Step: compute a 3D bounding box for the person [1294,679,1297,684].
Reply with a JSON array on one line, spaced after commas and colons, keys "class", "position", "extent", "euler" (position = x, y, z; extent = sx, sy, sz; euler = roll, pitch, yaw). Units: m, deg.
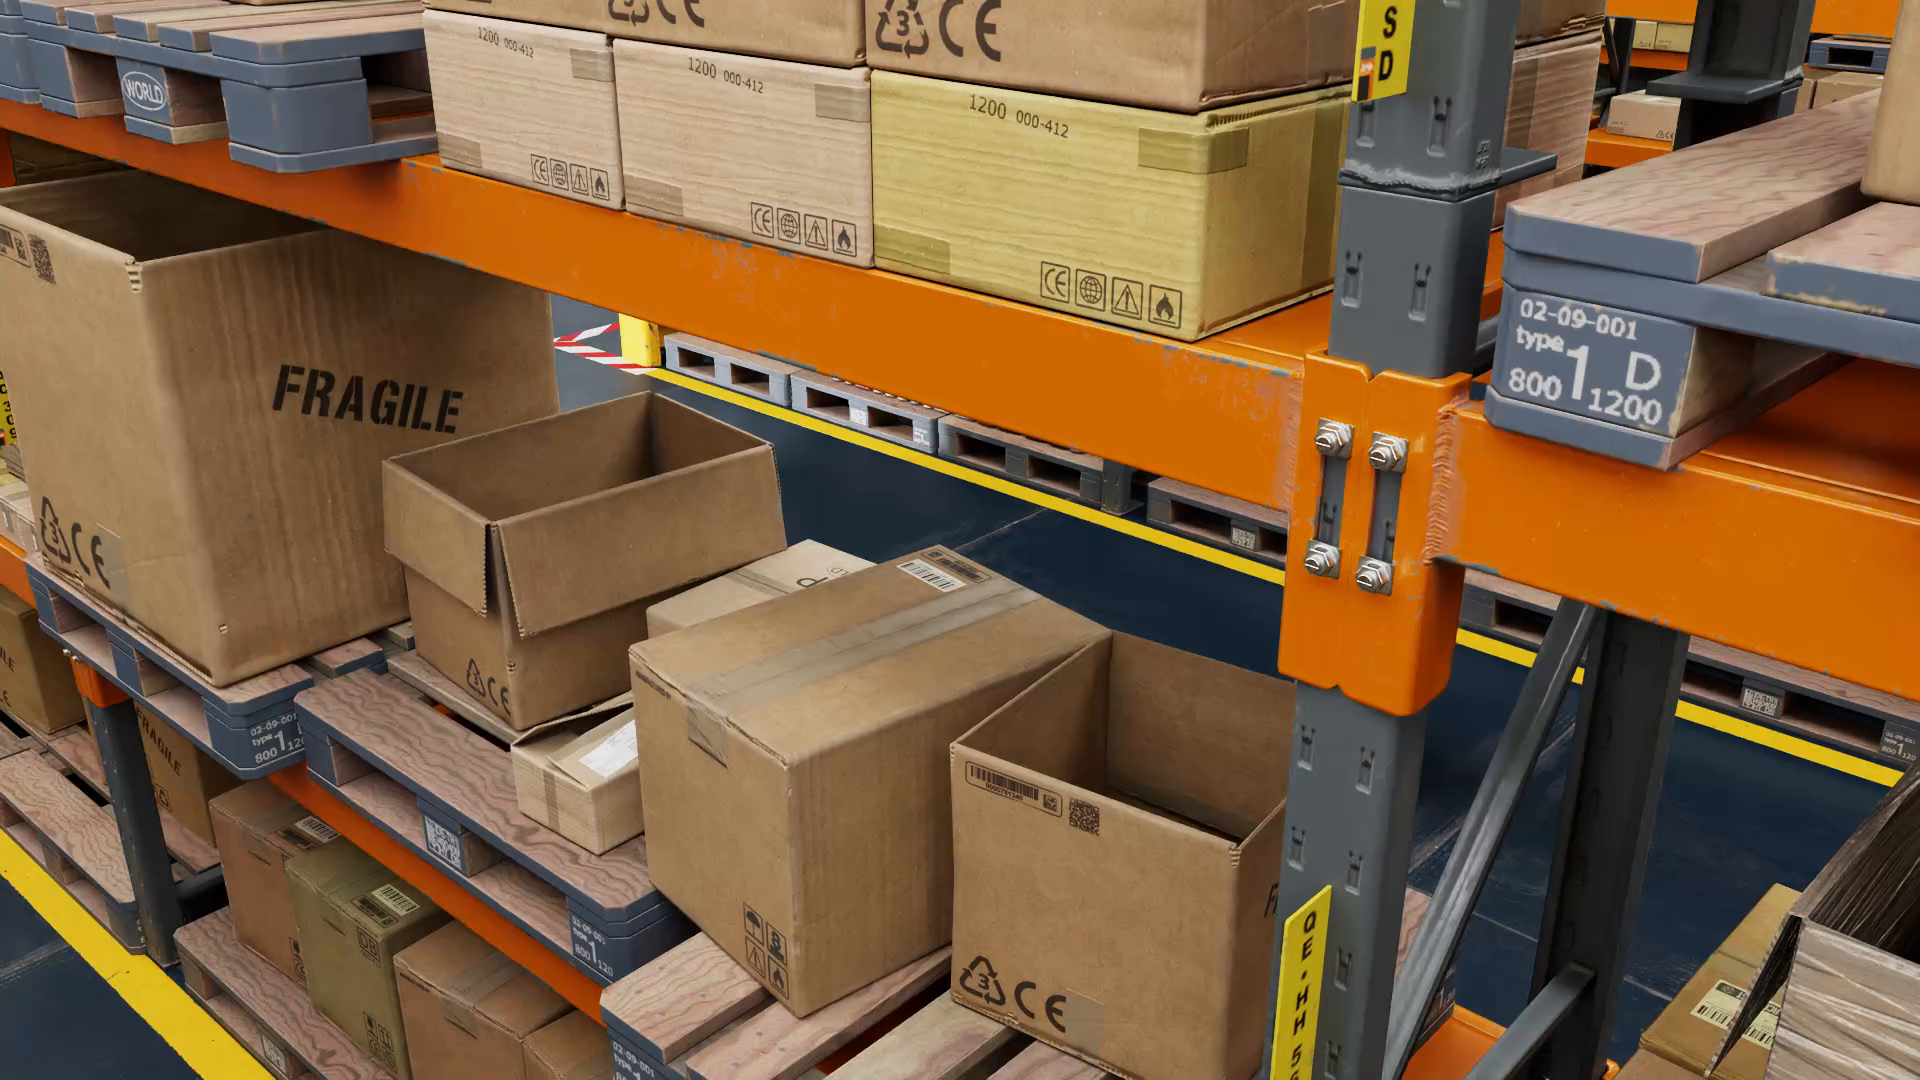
[{"class": "person", "position": [1.518, 0.028, 6.060], "extent": [0.548, 1.775, 0.528], "euler": [20, 31, 38]}]
